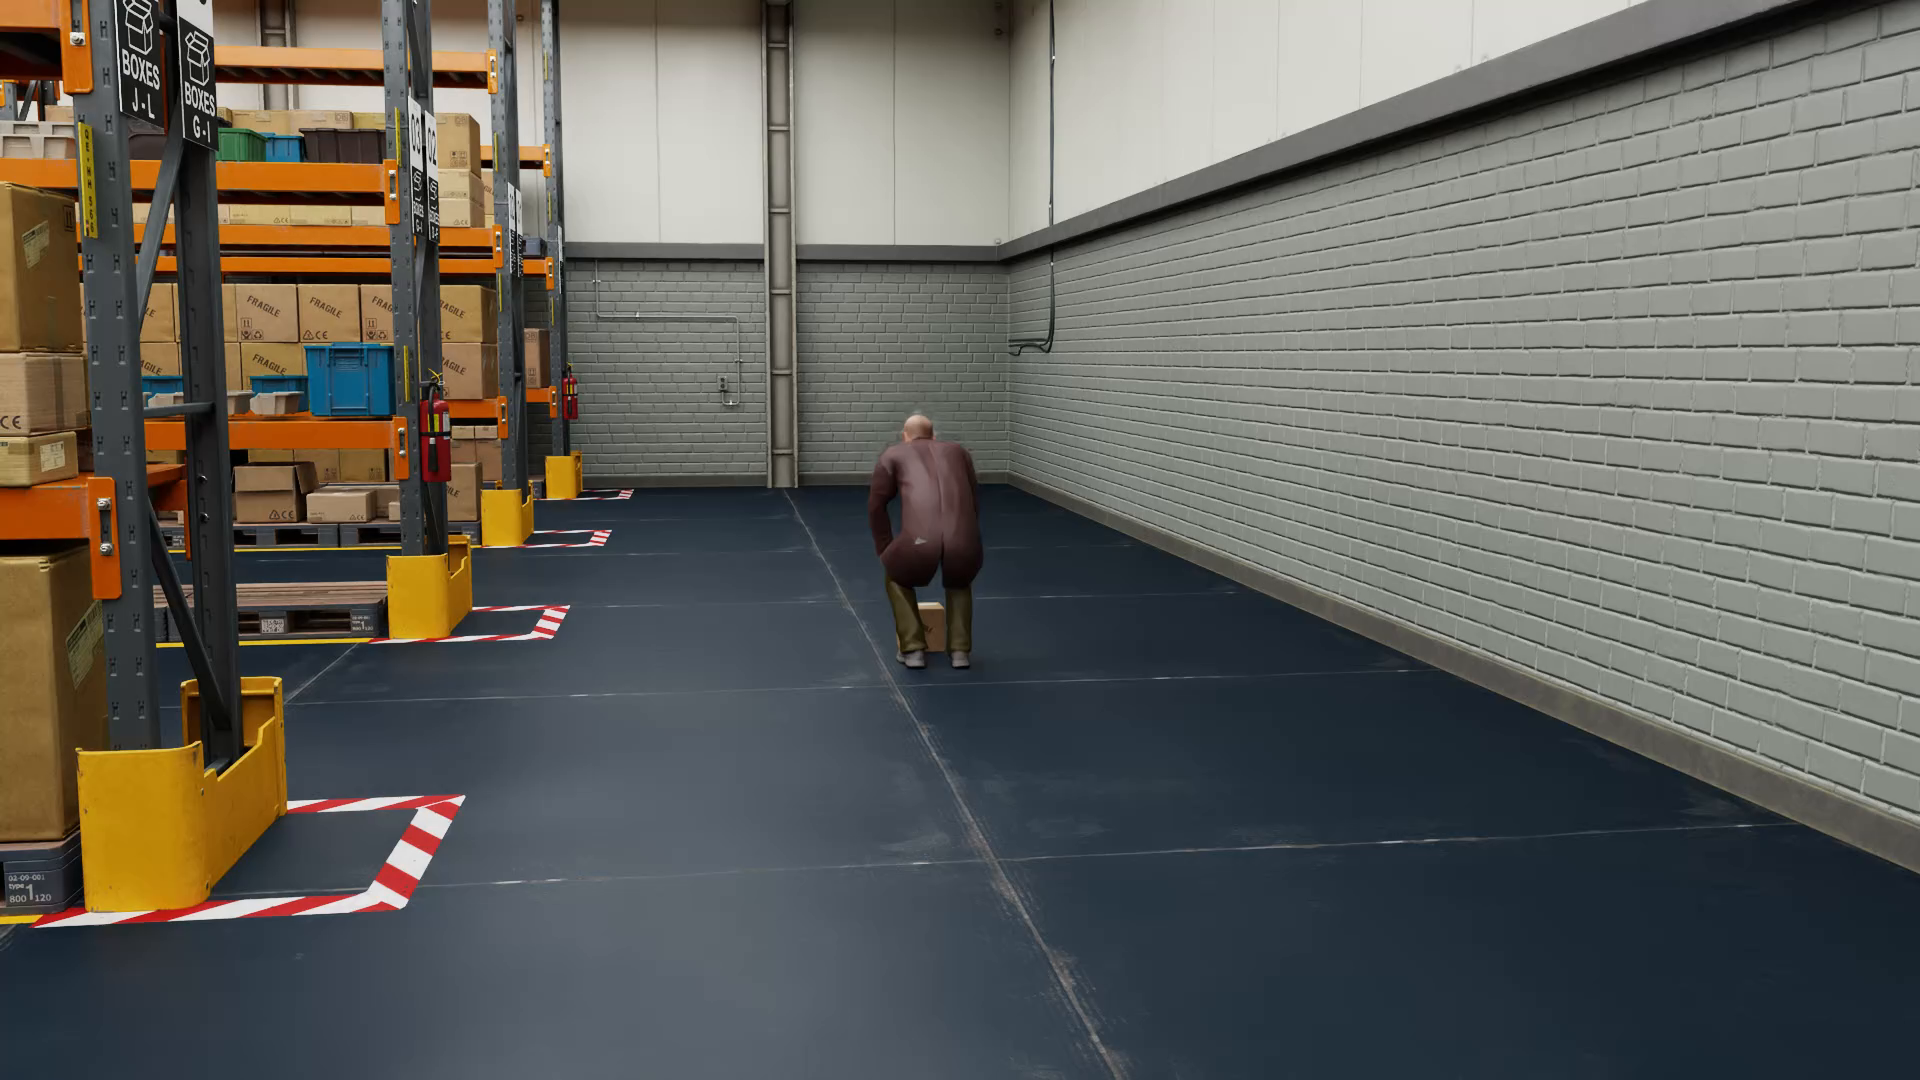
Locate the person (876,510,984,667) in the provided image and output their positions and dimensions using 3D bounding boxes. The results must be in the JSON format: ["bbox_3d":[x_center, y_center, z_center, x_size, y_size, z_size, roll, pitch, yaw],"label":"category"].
[{"bbox_3d":[-0.163,0.330,9.281,0.584,0.863,0.899,-1,6,-9],"label":"person"}]
